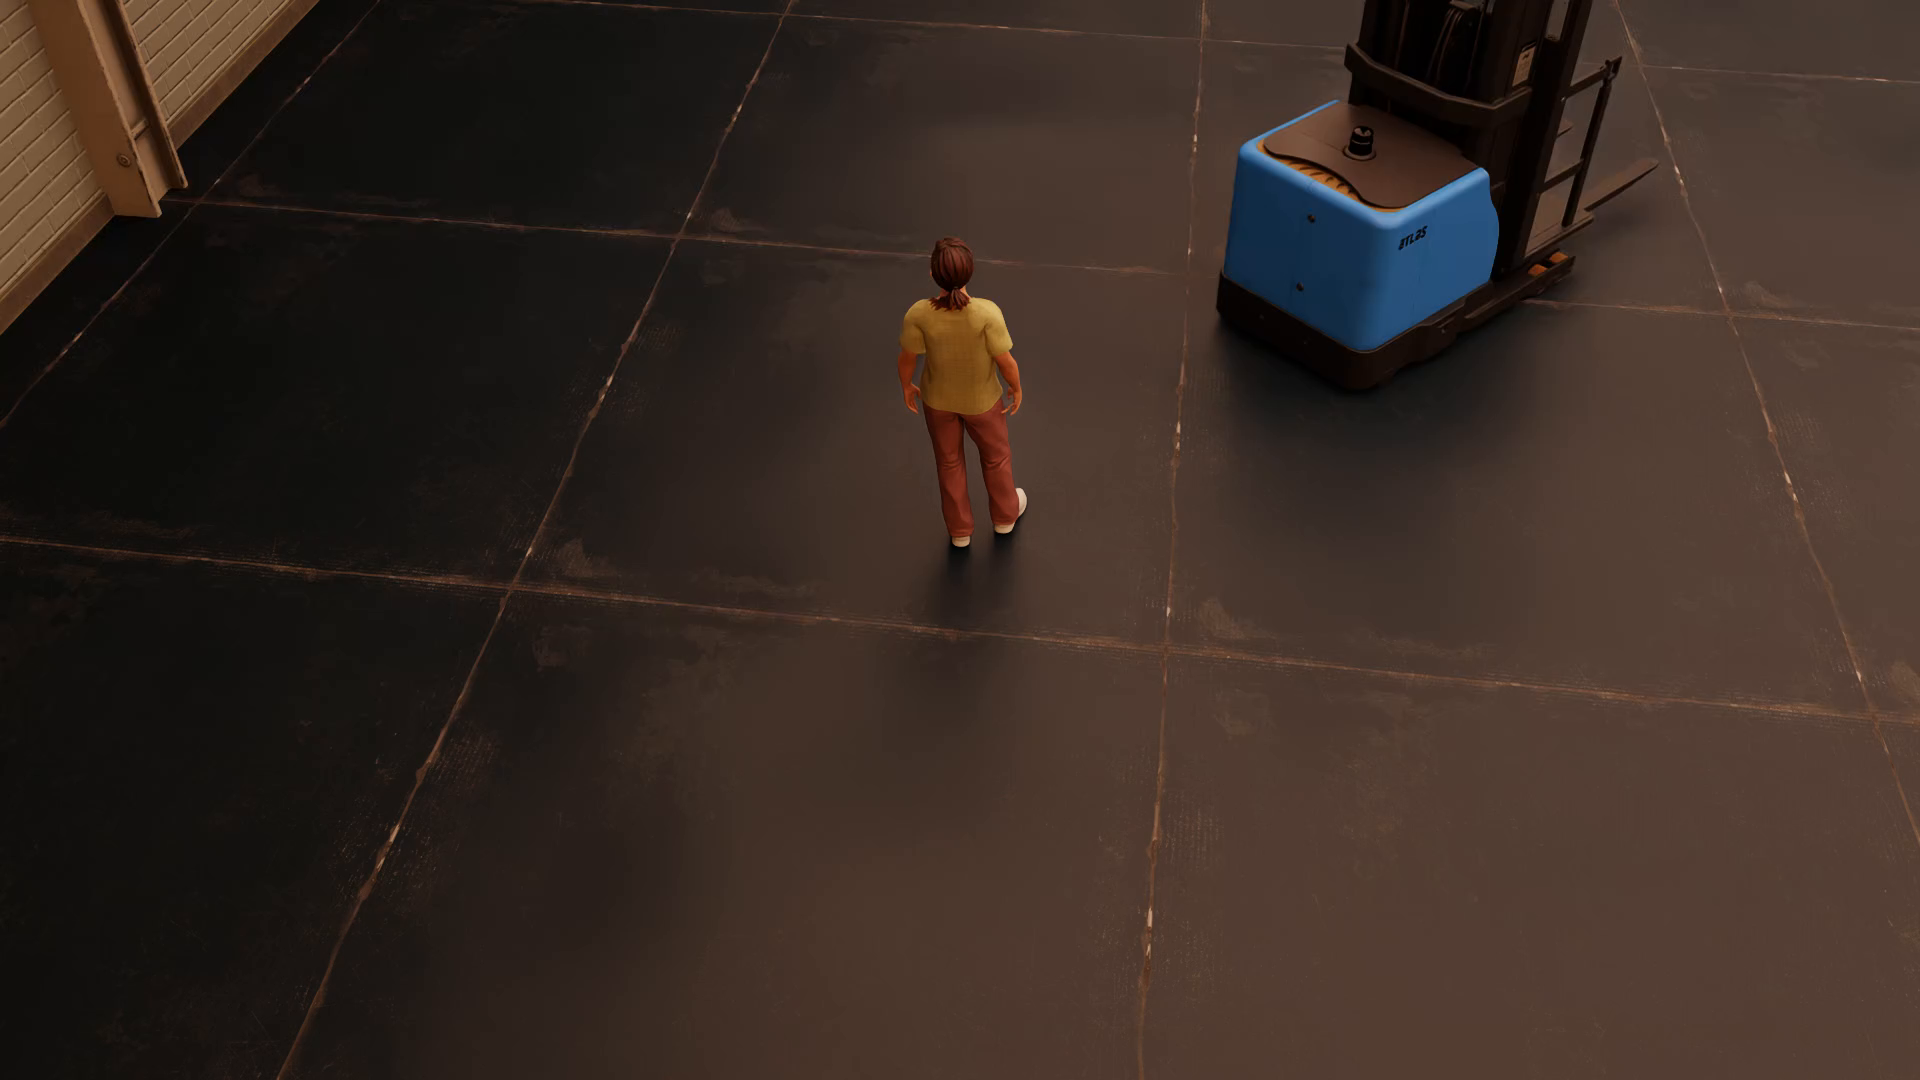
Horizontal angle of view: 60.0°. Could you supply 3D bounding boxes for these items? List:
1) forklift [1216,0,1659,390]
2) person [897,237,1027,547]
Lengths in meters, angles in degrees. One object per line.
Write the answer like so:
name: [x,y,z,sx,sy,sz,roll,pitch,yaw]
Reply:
forklift: [2.862,-2.710,8.674,3.031,2.935,1.130,-30,50,-29]
person: [0.022,-0.674,7.384,0.555,1.664,0.526,5,43,6]
